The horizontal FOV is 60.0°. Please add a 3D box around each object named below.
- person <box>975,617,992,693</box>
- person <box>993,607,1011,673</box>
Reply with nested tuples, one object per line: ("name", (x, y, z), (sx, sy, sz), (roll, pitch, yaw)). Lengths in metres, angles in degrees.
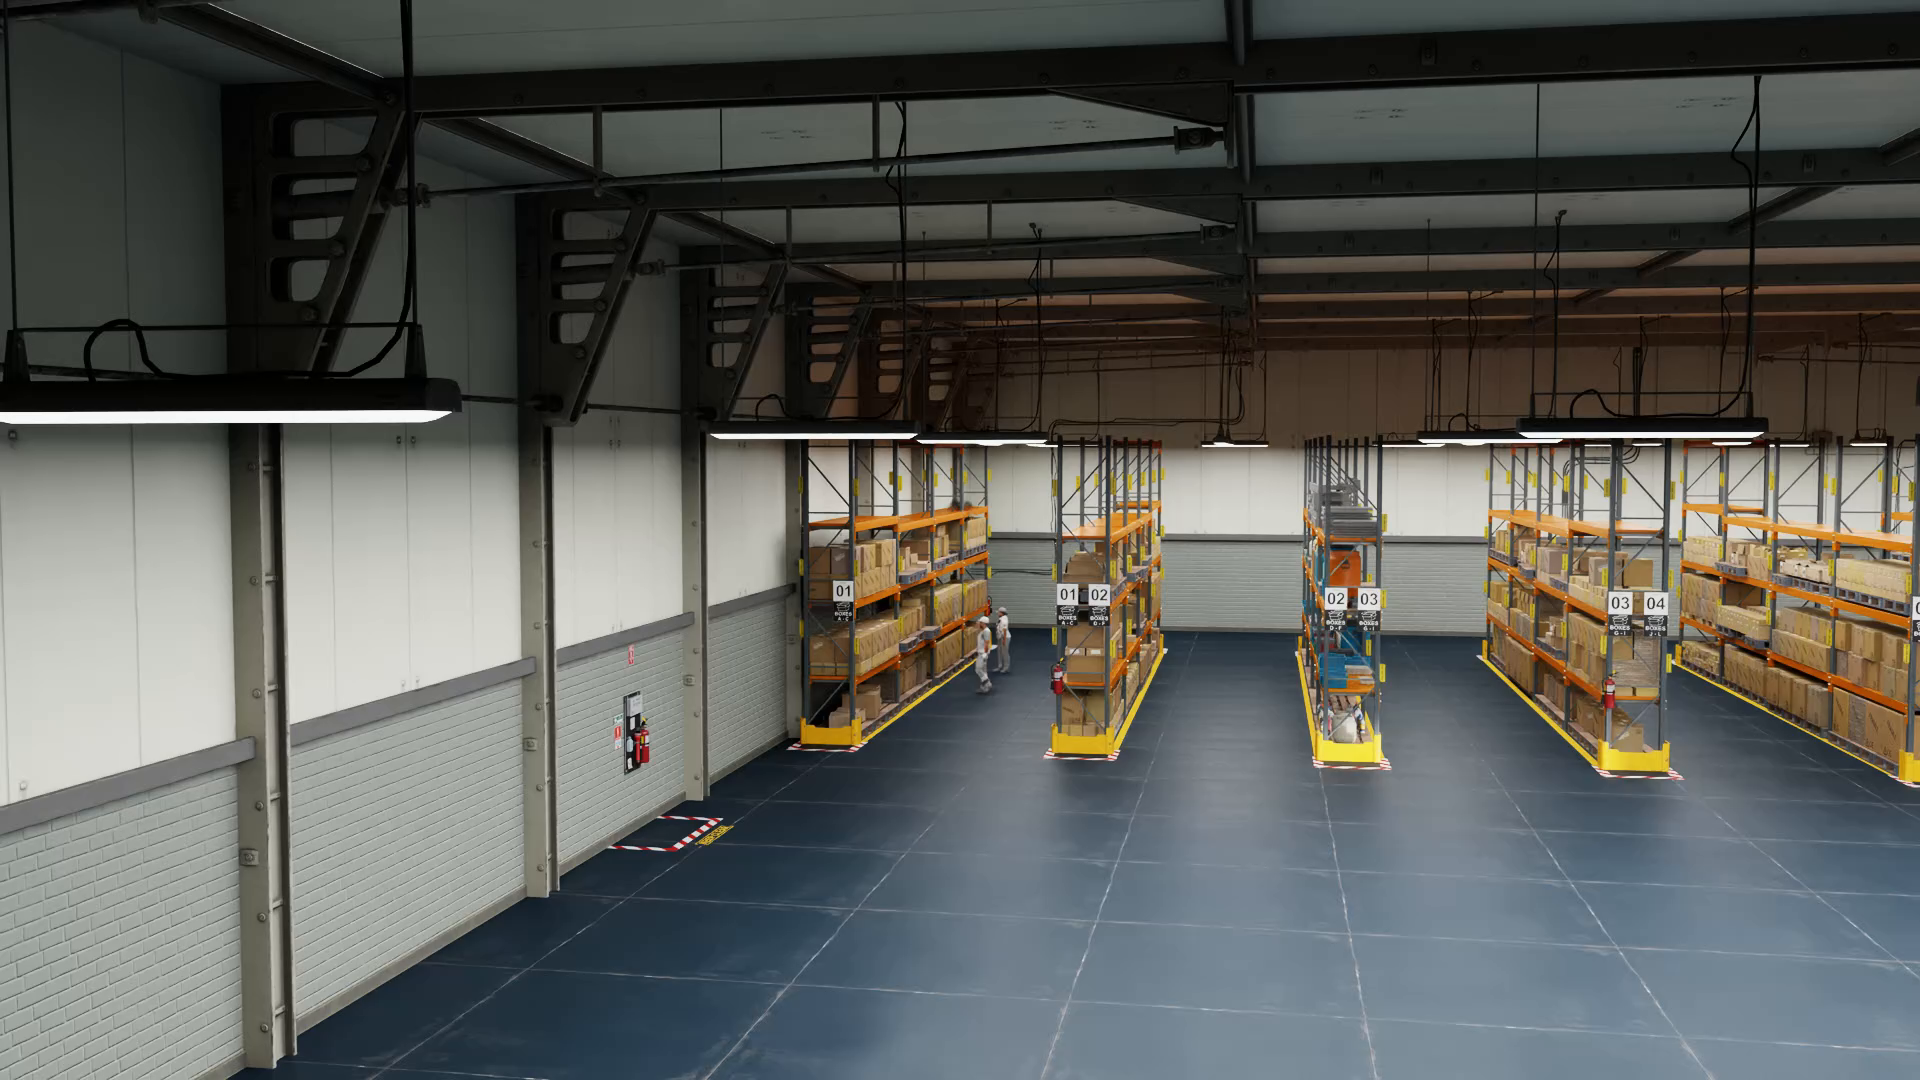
("person", (0.547, 2.701, 39.175), (0.413, 1.794, 0.608), (0, 3, -4))
("person", (1.094, 2.571, 42.869), (0.432, 1.679, 0.489), (-1, 3, -9))
